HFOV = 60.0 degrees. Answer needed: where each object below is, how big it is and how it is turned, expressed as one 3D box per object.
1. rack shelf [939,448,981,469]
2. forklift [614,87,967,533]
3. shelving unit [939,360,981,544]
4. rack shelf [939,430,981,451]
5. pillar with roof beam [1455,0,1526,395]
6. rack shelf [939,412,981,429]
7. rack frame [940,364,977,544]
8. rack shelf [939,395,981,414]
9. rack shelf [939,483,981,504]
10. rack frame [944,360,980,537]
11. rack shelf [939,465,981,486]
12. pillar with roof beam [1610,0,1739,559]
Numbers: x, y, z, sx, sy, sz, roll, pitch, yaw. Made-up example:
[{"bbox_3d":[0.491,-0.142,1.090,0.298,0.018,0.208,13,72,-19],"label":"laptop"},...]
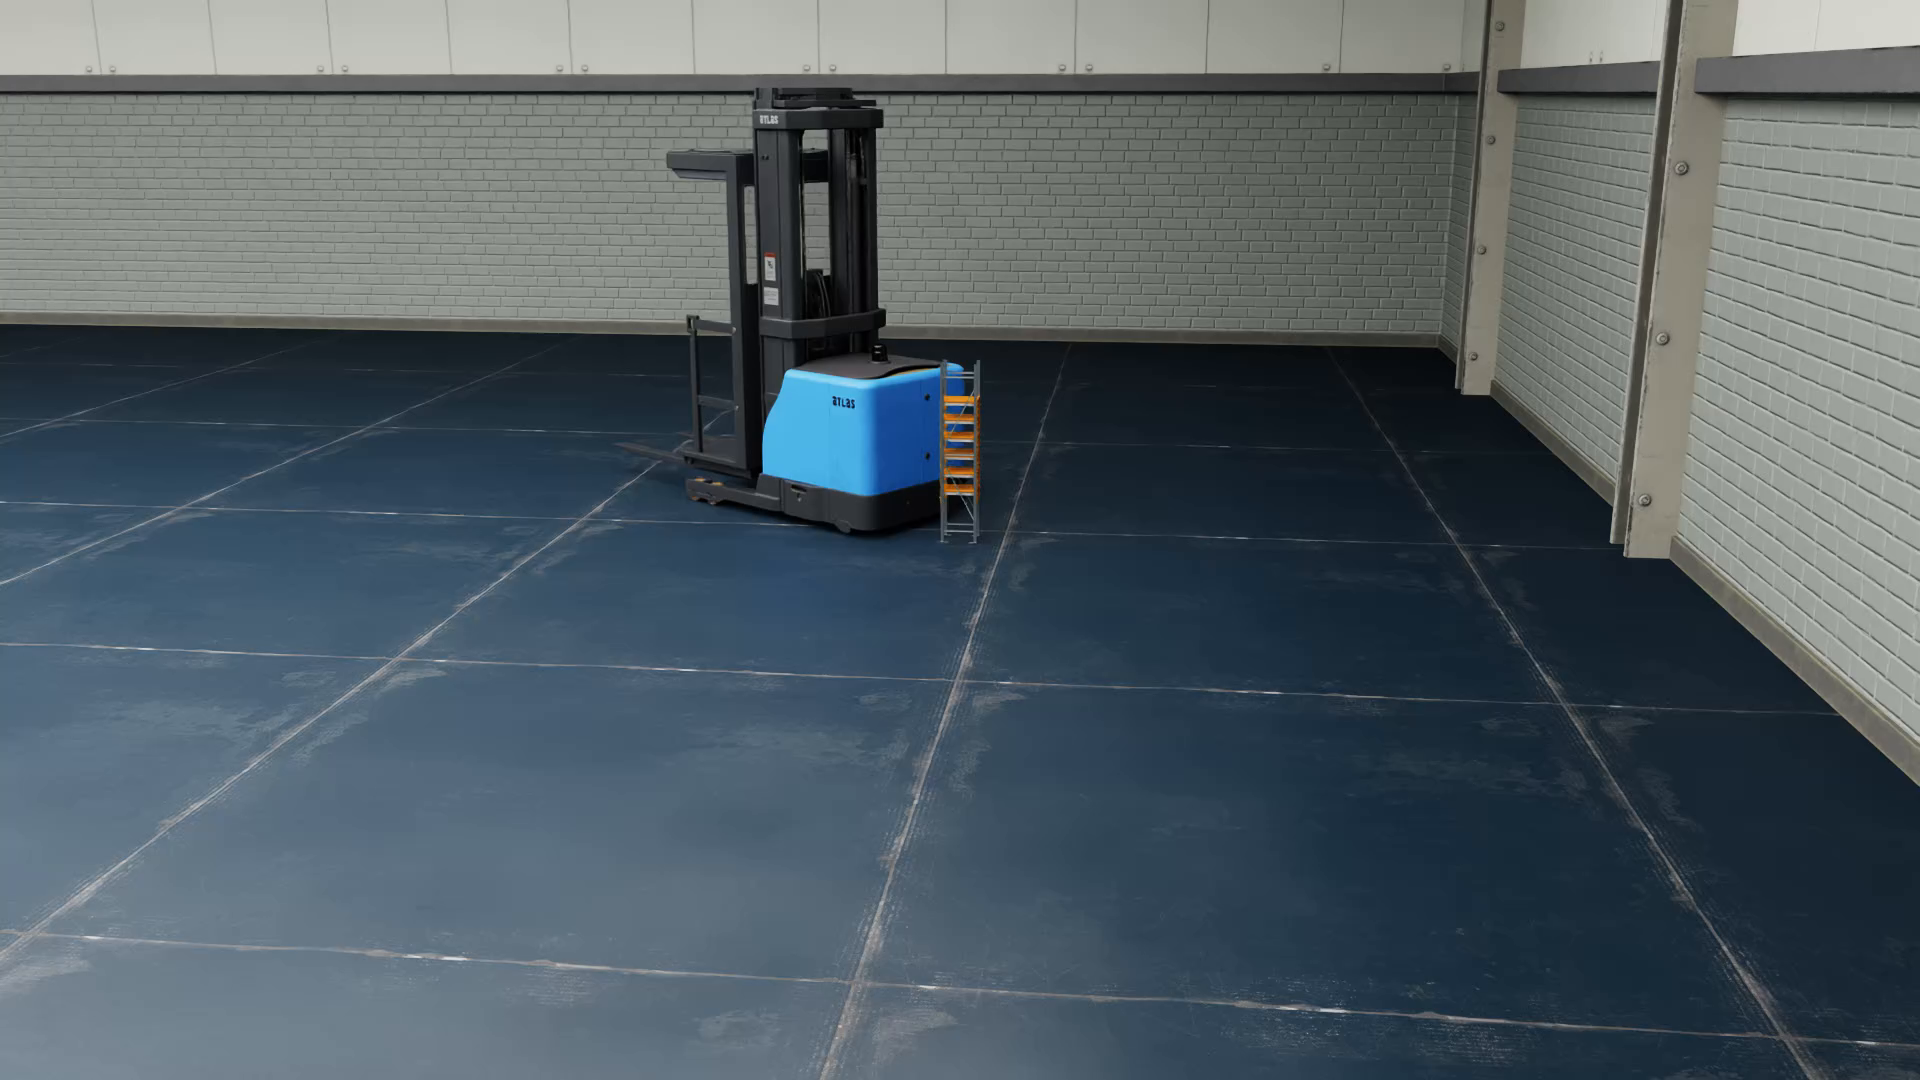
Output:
[{"bbox_3d":[0.002,-0.540,11.031,0.258,0.103,0.180,2,15,6],"label":"rack shelf"},{"bbox_3d":[-1.384,-1.760,12.056,3.031,2.935,1.130,13,20,40],"label":"forklift"},{"bbox_3d":[0.002,-0.583,11.019,0.258,1.200,0.189,2,15,6],"label":"shelving unit"},{"bbox_3d":[0.002,-0.656,11.000,0.258,0.103,0.180,2,15,6],"label":"rack shelf"},{"bbox_3d":[0.878,-5.962,15.972,9.100,9.000,0.400,2,15,6],"label":"pillar with roof beam"},{"bbox_3d":[0.002,-0.772,10.968,0.258,0.103,0.180,2,15,6],"label":"rack shelf"},{"bbox_3d":[-0.009,-0.559,10.932,0.240,1.200,0.006,2,15,6],"label":"rack frame"},{"bbox_3d":[0.002,-0.888,10.937,0.258,0.103,0.180,2,15,6],"label":"rack shelf"},{"bbox_3d":[0.002,-0.308,11.094,0.258,0.103,0.180,2,15,6],"label":"rack shelf"},{"bbox_3d":[0.012,-0.607,11.107,0.240,1.200,0.006,2,15,6],"label":"rack frame"},{"bbox_3d":[0.002,-0.424,11.062,0.258,0.103,0.180,2,15,6],"label":"rack shelf"},{"bbox_3d":[0.201,-4.406,10.217,9.100,9.000,0.400,2,15,6],"label":"pillar with roof beam"}]
